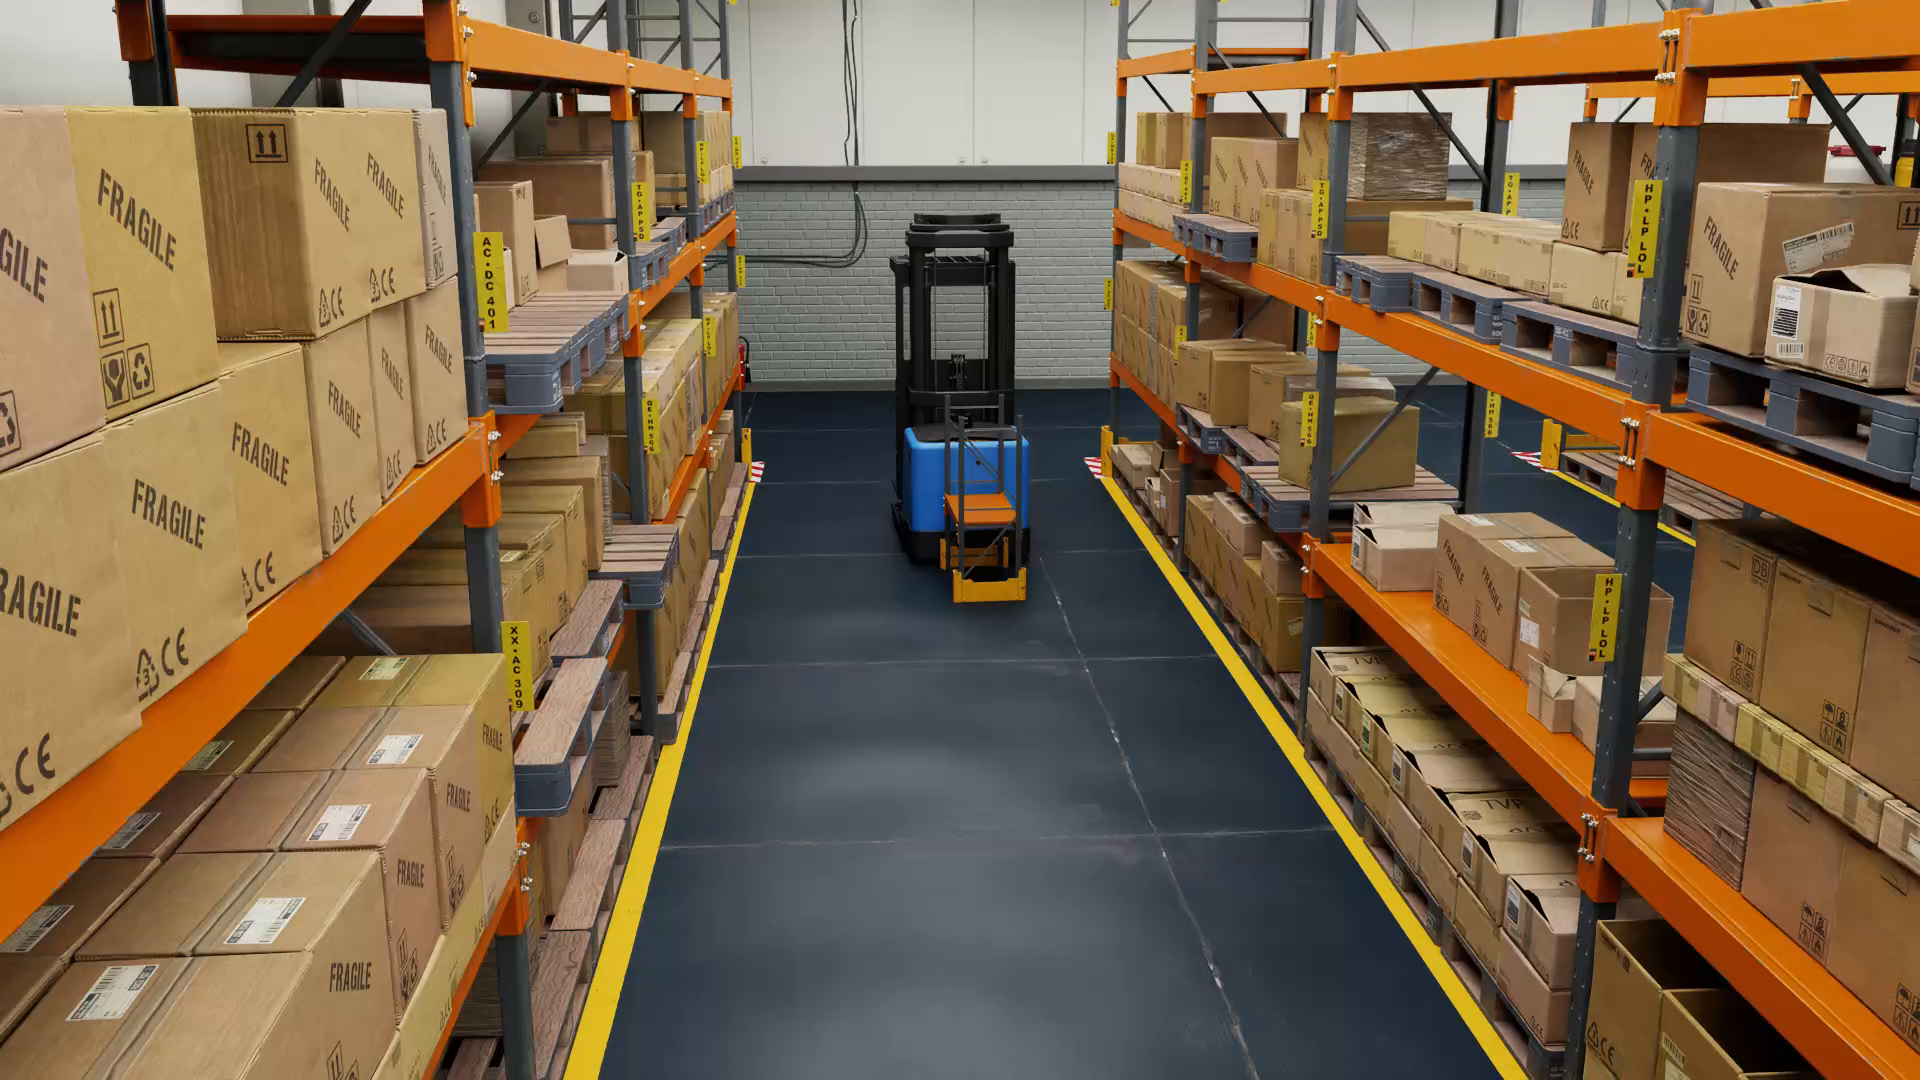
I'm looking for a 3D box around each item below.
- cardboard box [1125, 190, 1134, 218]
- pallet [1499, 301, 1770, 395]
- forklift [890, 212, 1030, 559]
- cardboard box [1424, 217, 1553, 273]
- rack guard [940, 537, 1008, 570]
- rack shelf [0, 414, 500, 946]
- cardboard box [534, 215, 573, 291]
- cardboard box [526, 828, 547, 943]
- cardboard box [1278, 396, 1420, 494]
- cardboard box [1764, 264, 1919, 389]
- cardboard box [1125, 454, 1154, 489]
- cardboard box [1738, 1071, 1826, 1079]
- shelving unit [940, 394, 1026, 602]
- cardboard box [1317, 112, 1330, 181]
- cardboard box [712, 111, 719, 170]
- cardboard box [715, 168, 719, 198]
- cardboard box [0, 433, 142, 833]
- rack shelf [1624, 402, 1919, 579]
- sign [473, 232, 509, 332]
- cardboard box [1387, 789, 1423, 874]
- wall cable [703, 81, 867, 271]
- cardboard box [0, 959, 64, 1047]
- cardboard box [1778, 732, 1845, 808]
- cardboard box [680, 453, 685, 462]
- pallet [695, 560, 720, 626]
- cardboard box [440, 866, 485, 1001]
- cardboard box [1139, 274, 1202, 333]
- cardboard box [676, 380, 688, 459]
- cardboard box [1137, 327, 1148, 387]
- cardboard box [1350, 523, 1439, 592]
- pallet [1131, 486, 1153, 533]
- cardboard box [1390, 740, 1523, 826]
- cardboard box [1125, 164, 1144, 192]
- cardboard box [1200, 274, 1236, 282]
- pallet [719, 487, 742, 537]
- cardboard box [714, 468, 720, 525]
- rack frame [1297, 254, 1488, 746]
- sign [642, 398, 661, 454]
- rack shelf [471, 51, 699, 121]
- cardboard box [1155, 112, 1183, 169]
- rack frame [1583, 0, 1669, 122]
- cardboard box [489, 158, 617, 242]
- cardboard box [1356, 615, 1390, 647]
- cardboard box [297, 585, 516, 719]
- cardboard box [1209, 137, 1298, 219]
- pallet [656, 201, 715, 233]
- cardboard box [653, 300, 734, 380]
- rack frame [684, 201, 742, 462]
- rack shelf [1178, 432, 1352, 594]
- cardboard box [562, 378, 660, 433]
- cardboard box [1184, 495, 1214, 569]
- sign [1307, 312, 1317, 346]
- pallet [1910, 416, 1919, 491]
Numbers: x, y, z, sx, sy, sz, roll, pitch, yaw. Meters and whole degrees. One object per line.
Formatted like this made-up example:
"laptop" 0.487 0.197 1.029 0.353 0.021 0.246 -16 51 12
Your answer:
"cardboard box" 1.914 -3.316 16.399 0.500 0.250 0.500 -1 14 -3
"pallet" 2.794 -0.787 6.653 0.805 0.209 1.217 -1 15 -6
"forklift" -0.071 -1.575 15.490 1.130 2.935 3.031 -2 15 -6
"cardboard box" 2.749 -1.544 8.669 0.500 0.250 0.500 0 14 -2
"rack guard" 0.121 0.114 14.305 0.587 0.250 0.087 -2 15 -6
"rack shelf" -1.958 0.263 3.633 1.077 0.370 4.000 -1 14 -3
"cardboard box" -2.342 -1.314 8.069 0.797 0.503 0.637 1 14 4
"cardboard box" -2.227 1.557 7.313 0.700 0.500 0.500 -1 14 -5
"cardboard box" 2.462 -0.609 10.554 0.700 0.500 0.500 -6 16 -22
"cardboard box" 2.663 -0.625 4.694 0.500 0.311 0.500 -2 15 -7
"cardboard box" 1.931 -0.685 16.528 0.500 0.250 0.500 -1 14 -3
"cardboard box" 2.640 1.926 4.914 0.500 0.500 0.500 -1 14 -3
"shelving unit" 0.179 -0.368 13.670 0.587 1.500 1.083 -2 15 -6
"cardboard box" 2.561 -2.423 10.421 0.500 0.500 0.500 -1 14 -3
"cardboard box" -2.416 -3.547 14.749 0.500 0.500 0.500 -1 14 -3
"cardboard box" -2.414 -3.182 14.835 0.500 0.250 0.500 -1 14 -5
"cardboard box" -1.603 0.133 2.454 0.500 0.500 0.500 0 14 0
"rack shelf" 2.986 0.185 3.933 1.077 0.370 4.000 -1 14 -3
"sign" -1.541 -0.844 5.452 0.100 0.325 0.005 -1 14 -3
"cardboard box" 2.455 1.442 8.300 0.500 0.250 0.500 -1 14 -2
"wall cable" -2.820 -4.928 22.577 3.097 2.526 0.112 -1 14 -3
"cardboard box" -2.134 1.197 3.336 0.500 0.500 0.500 -1 14 -5
"cardboard box" 2.736 0.691 5.041 0.380 0.149 0.250 -1 14 -4
"cardboard box" -2.240 -0.674 12.314 0.380 0.149 0.250 -1 14 -3
"pallet" -2.455 0.421 13.189 1.003 0.211 1.213 -1 14 -3
"cardboard box" -1.728 1.170 4.944 0.500 0.250 0.500 -1 14 -3
"cardboard box" 1.981 -2.230 15.688 0.500 0.500 0.500 -1 14 -4
"cardboard box" -2.198 -0.835 11.638 0.500 0.500 0.500 0 14 -2
"cardboard box" 1.977 -1.749 15.826 0.500 0.500 0.500 -1 14 -3
"cardboard box" 2.476 0.066 9.152 0.500 0.311 0.500 -1 14 -4
"pallet" 2.246 -0.322 16.077 1.003 0.211 1.213 -1 14 -3
"cardboard box" 2.456 1.174 8.216 0.500 0.311 0.500 -1 14 -4
"cardboard box" 1.914 -3.558 16.337 0.500 0.250 0.500 -1 14 -3
"cardboard box" 2.521 -2.236 15.714 0.500 0.500 0.500 0 14 -2
"pallet" -2.626 -0.264 15.852 1.003 0.211 1.213 -1 14 -3
"cardboard box" -2.550 -0.425 15.057 0.700 0.500 0.500 -1 14 -4
"rack frame" 2.614 -0.202 10.017 1.000 3.000 0.127 -1 14 -3
"sign" -1.789 -0.658 9.624 0.100 0.325 0.005 -1 14 -3
"rack shelf" -2.454 -2.986 11.041 1.077 0.370 4.000 -1 14 -3
"cardboard box" 2.188 -3.676 15.289 0.700 0.500 0.500 -1 14 -3
"rack frame" 7.062 -5.173 17.296 1.000 3.000 0.127 -1 14 -3
"cardboard box" -2.503 -2.090 10.249 0.700 0.500 0.500 -2 15 -7
"cardboard box" 2.871 0.677 10.731 0.500 0.500 0.500 0 14 -1
"cardboard box" -2.080 0.481 6.277 0.700 0.500 0.500 -1 14 -3
"cardboard box" 2.324 -2.824 12.941 0.600 0.600 0.600 -2 15 -9
"pallet" -2.618 -2.733 14.011 1.003 0.211 1.213 -1 14 -3
"cardboard box" -2.728 -1.952 16.217 0.980 0.700 0.700 -1 14 -4
"rack frame" -2.826 -2.115 17.449 1.000 3.000 0.127 -1 14 -3
"rack shelf" 2.490 -0.351 12.040 1.077 0.370 4.000 -1 14 -3
"cardboard box" -2.103 -0.814 10.053 0.500 0.250 0.500 -1 14 -2
"cardboard box" 2.153 -0.076 13.658 0.500 0.500 0.500 -2 15 -6
"sign" 2.920 -1.767 13.776 0.100 0.325 0.005 -1 14 -3
"pallet" 3.013 -0.103 3.789 1.003 0.211 1.213 -1 14 -3
